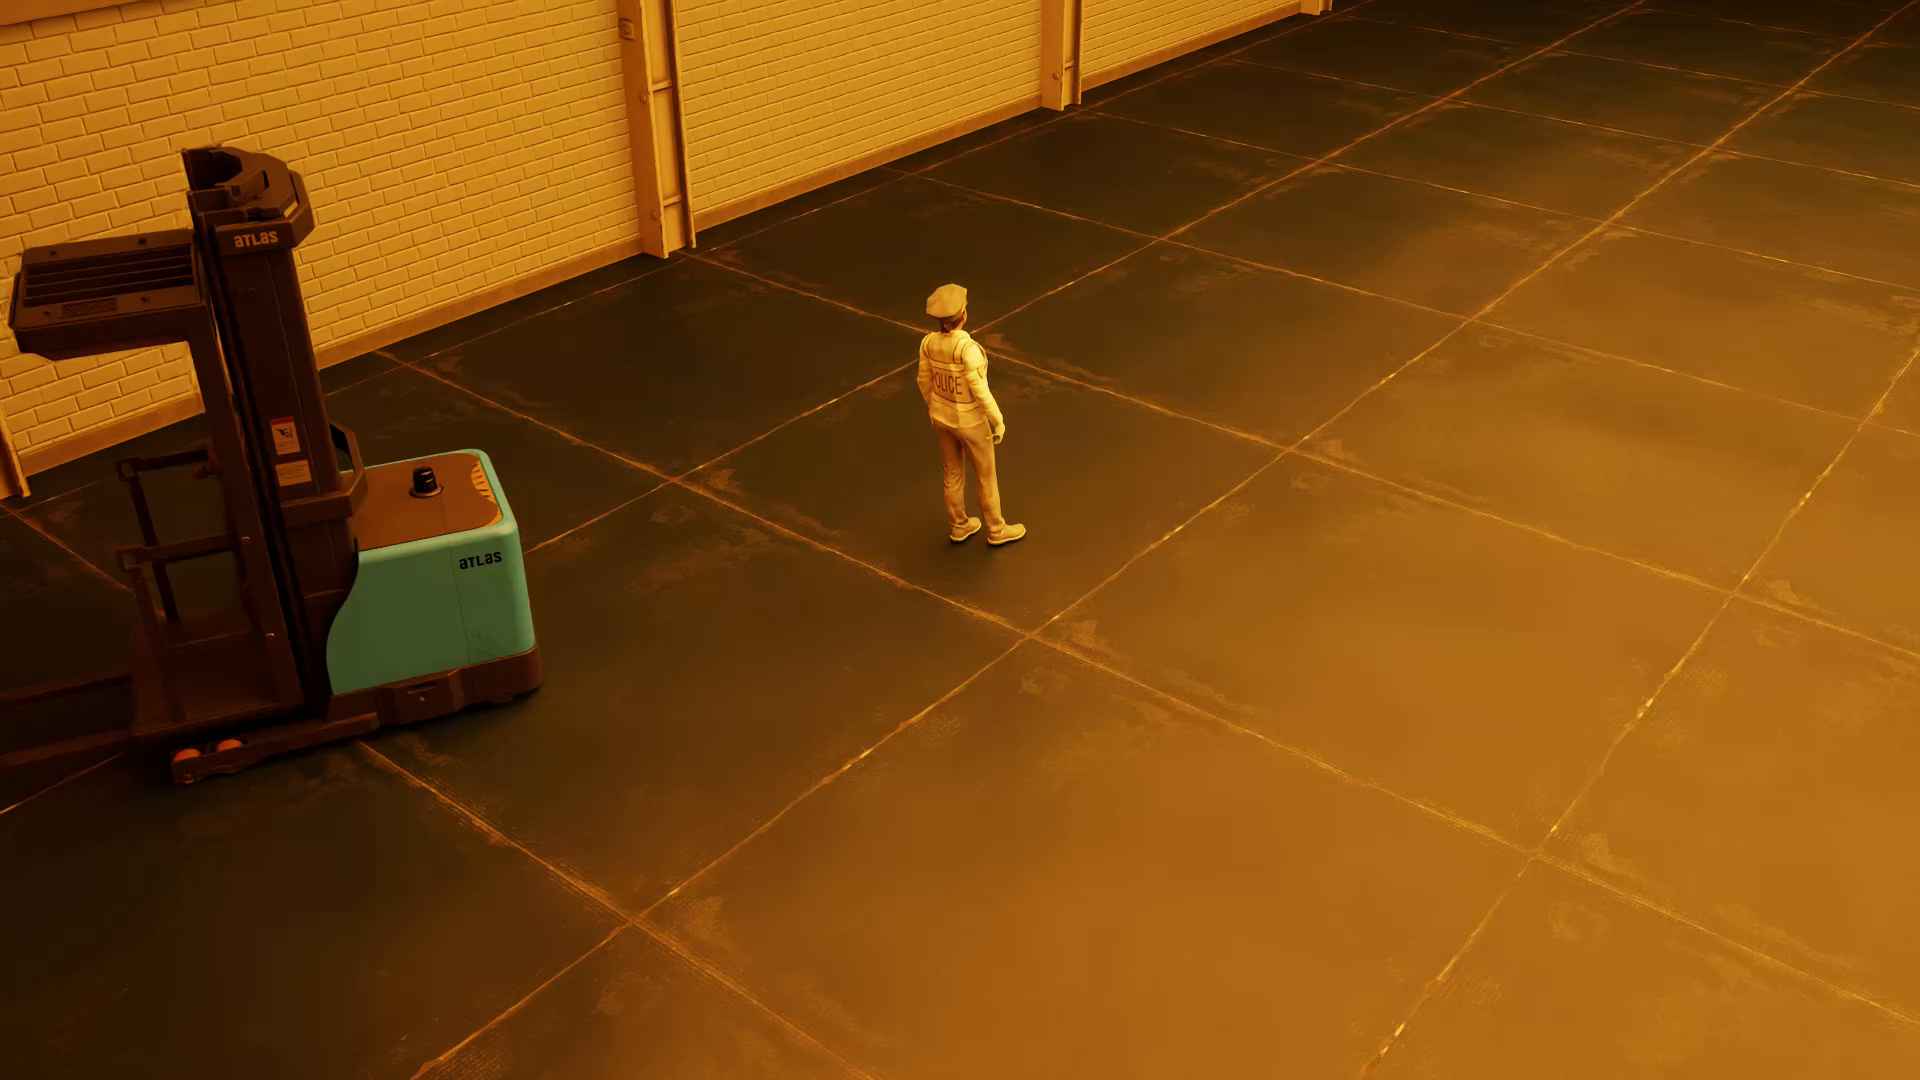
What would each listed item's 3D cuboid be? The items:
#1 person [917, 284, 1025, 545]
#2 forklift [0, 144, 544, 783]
[{"bbox_3d":[0.049,-0.763,10.112,0.586,1.694,0.530,22,37,33],"label":"person"},{"bbox_3d":[-3.831,-0.343,8.182,3.031,2.935,1.130,-13,33,-20],"label":"forklift"}]
